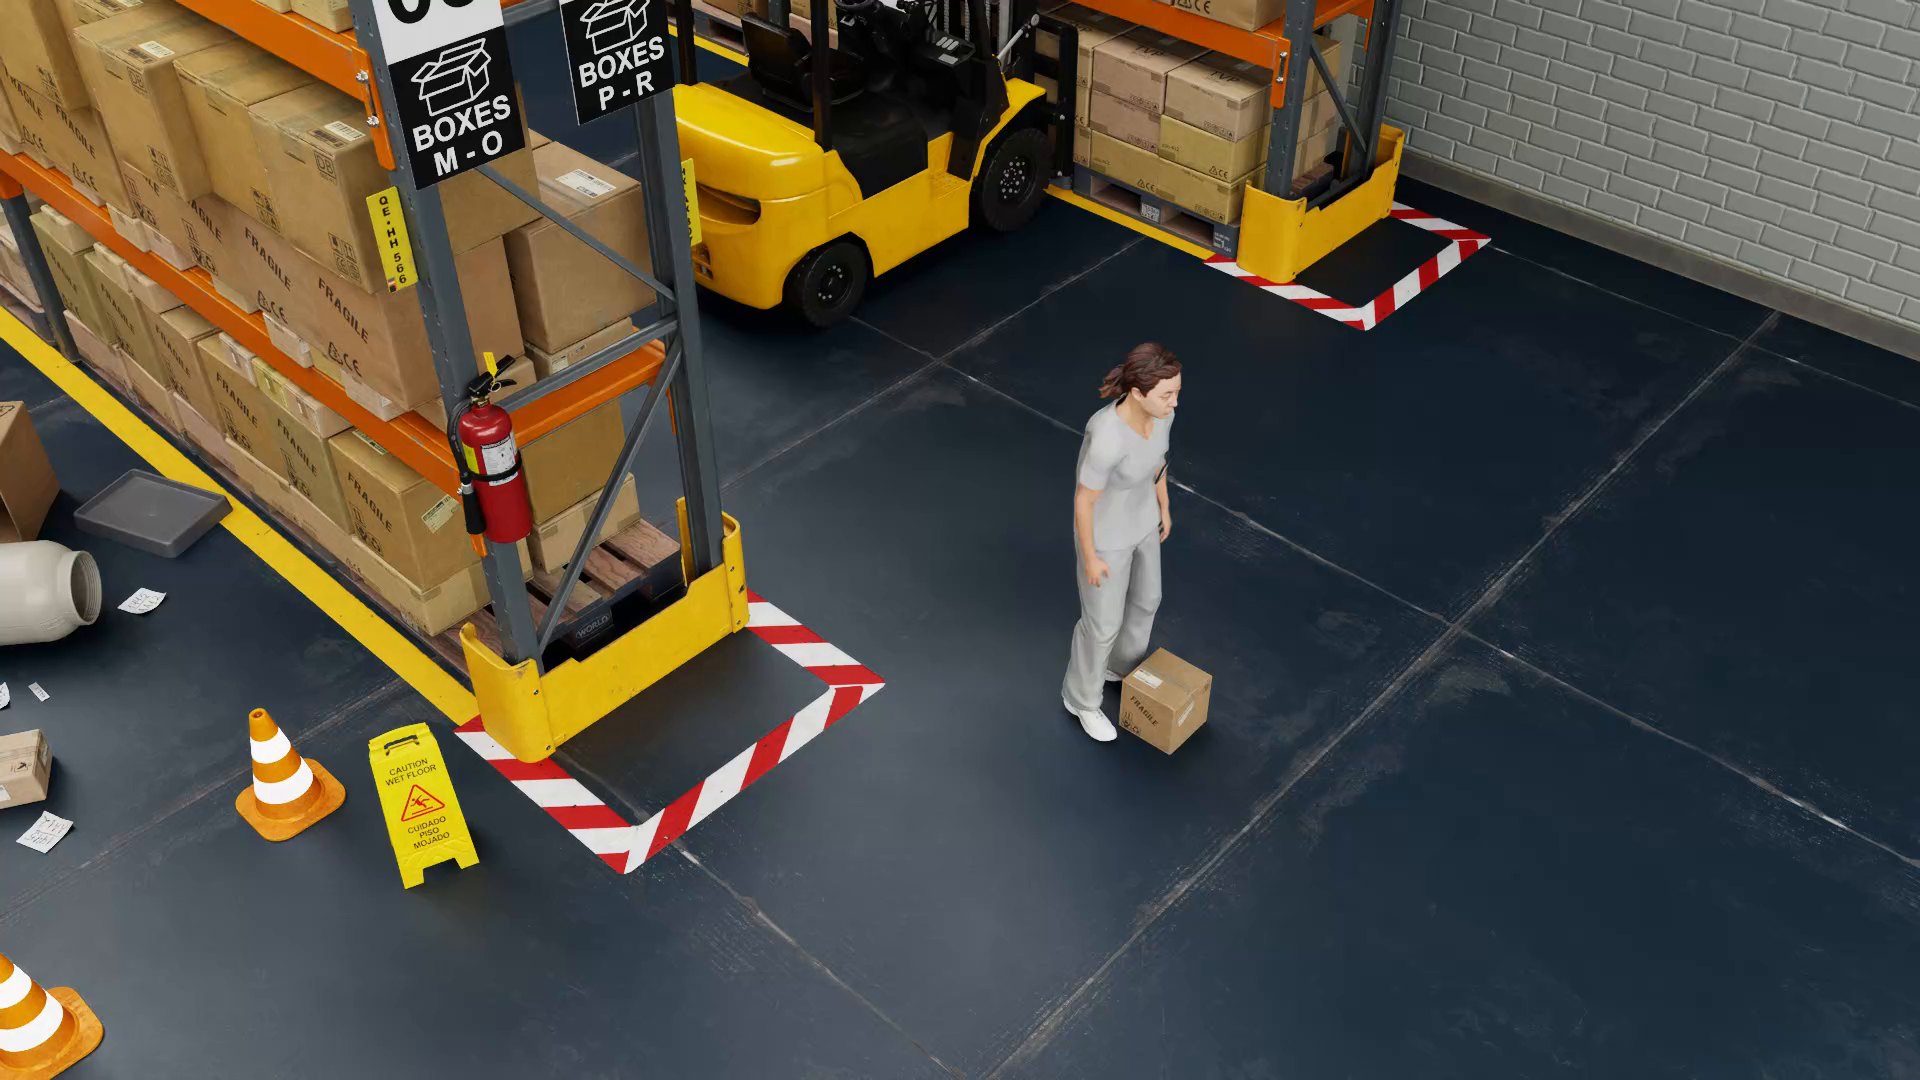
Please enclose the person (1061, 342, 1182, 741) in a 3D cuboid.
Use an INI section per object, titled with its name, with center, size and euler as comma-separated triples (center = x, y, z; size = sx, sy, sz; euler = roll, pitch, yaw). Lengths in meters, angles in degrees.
[person]
center = 0.611, -0.020, 6.181
size = 0.360, 1.673, 0.485
euler = 31, 48, 32
